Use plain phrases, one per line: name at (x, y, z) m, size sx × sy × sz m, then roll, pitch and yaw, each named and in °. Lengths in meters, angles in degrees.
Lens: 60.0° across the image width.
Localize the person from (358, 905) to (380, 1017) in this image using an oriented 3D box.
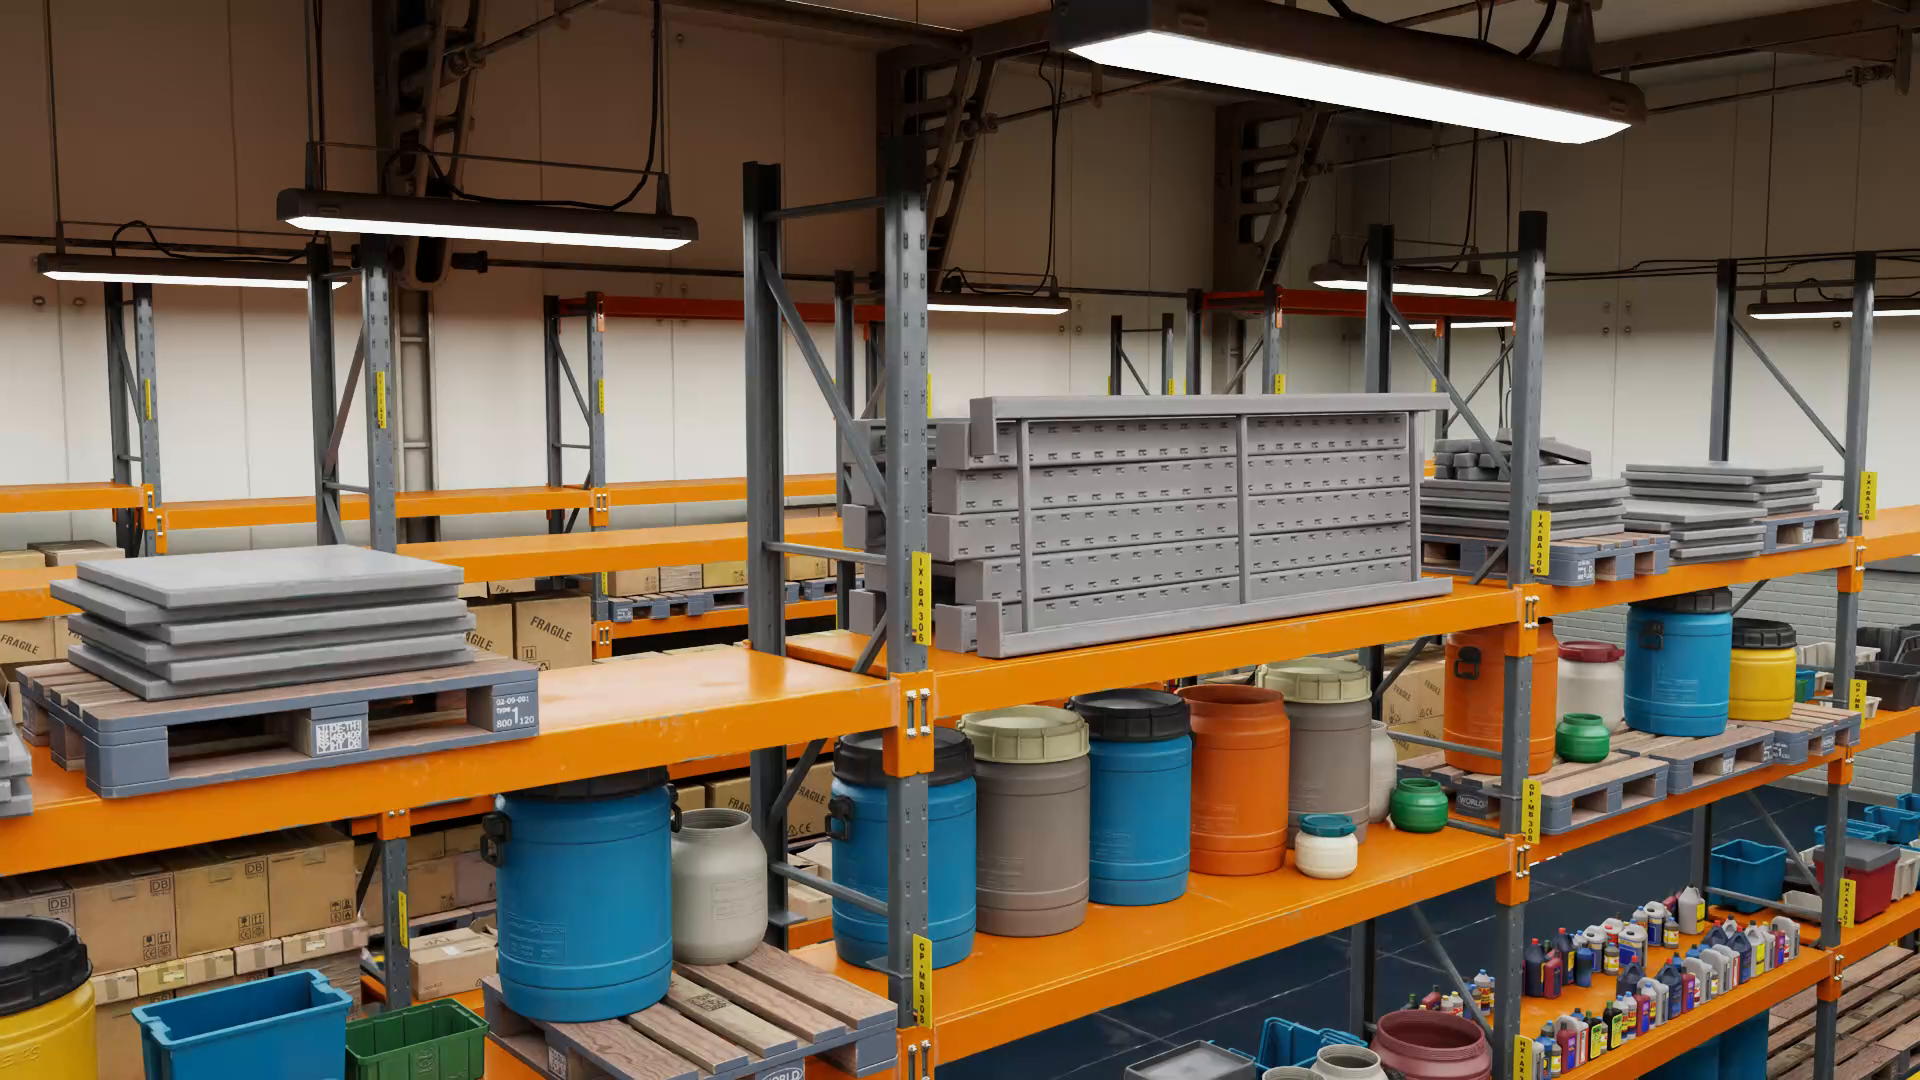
person at (-4.339, 3.164, 11.830) m, size 0.917 × 1.825 × 0.585 m, roll -5°, pitch 8°, yaw -44°
